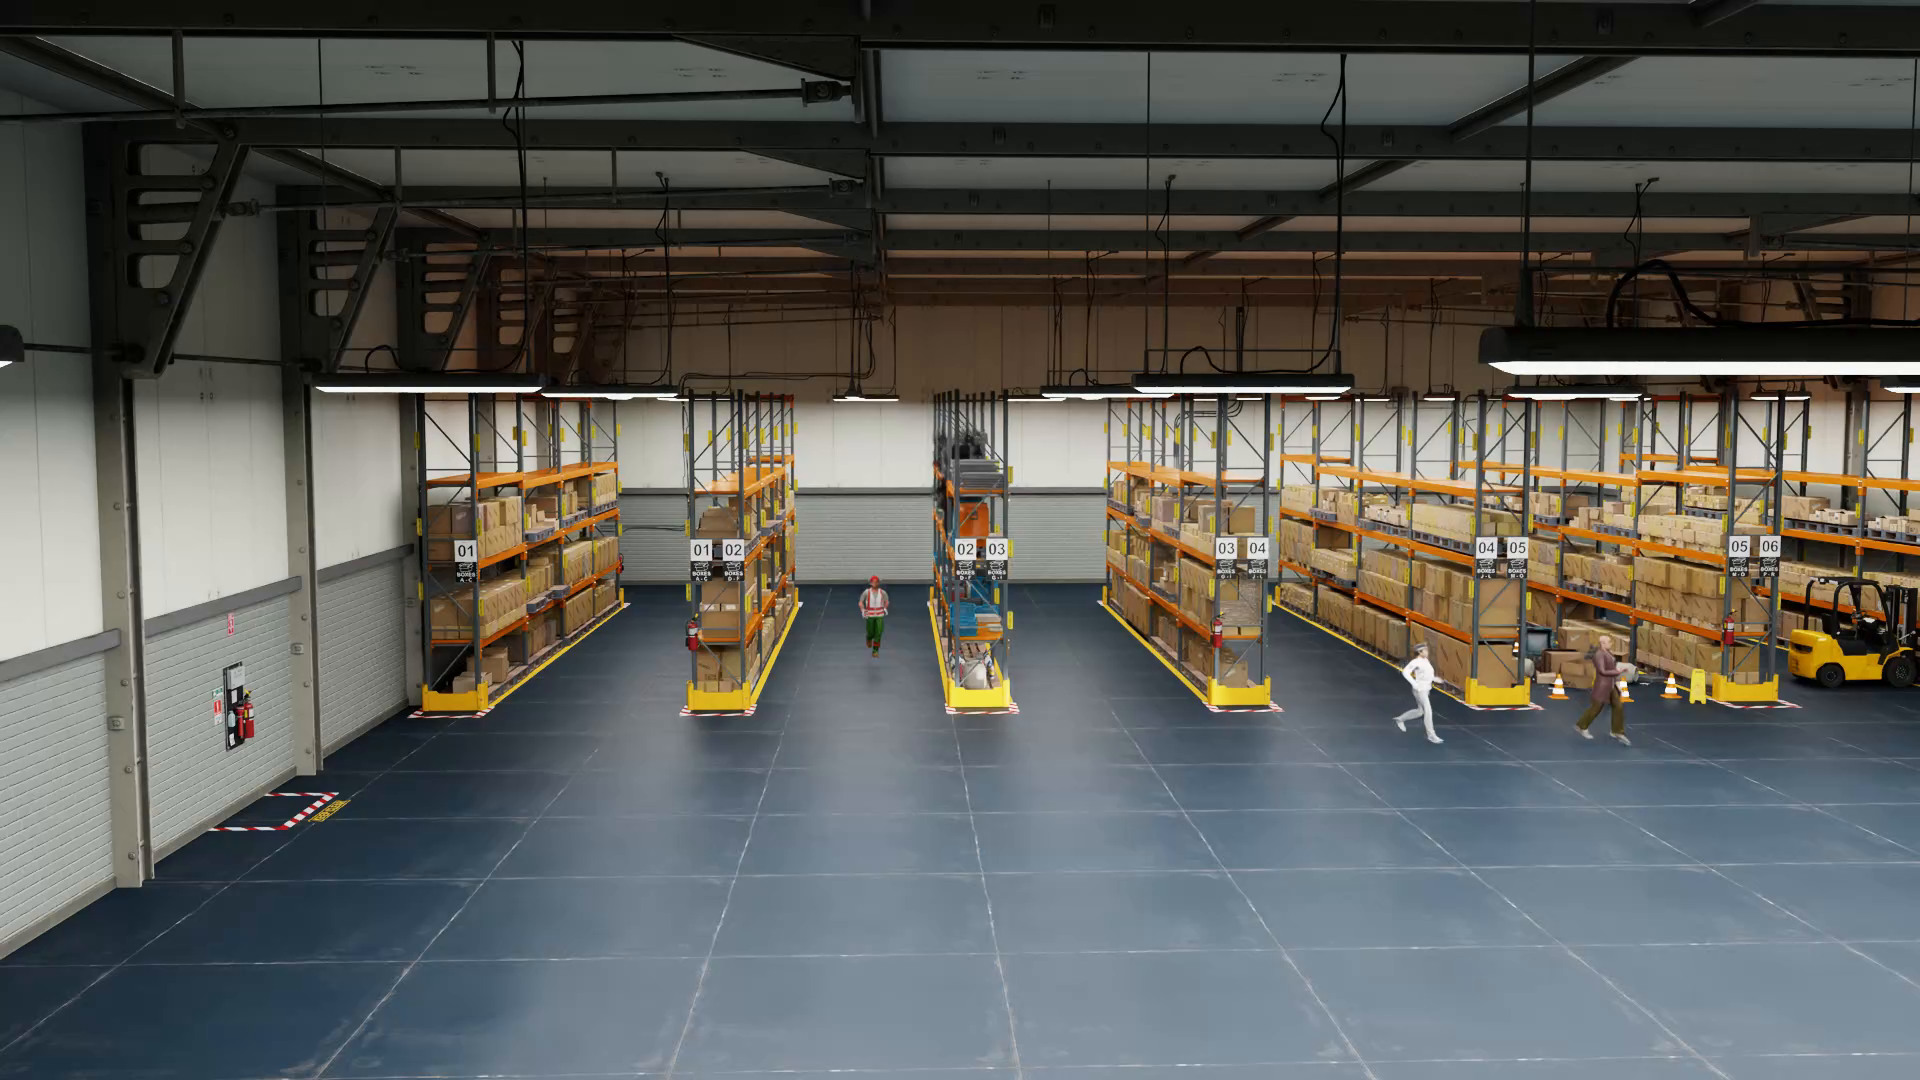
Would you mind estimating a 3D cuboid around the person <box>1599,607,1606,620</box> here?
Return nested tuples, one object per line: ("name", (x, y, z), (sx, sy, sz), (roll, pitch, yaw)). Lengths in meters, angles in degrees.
("person", (16.444, 1.473, 42.570), (0.529, 1.554, 0.541), (0, 5, -6))

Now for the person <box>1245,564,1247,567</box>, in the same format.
("person", (8.523, 0.967, 48.858), (0.569, 1.585, 0.711), (-1, 5, -15))

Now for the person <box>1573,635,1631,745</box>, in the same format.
("person", (10.889, 2.524, 28.158), (0.929, 1.832, 0.677), (4, 6, 41))

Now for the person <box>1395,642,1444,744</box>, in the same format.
("person", (7.835, 2.576, 28.316), (0.882, 1.703, 0.618), (4, 6, 37))

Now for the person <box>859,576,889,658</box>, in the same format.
("person", (-1.834, 1.643, 35.798), (0.656, 1.756, 0.741), (-1, 5, -10))
